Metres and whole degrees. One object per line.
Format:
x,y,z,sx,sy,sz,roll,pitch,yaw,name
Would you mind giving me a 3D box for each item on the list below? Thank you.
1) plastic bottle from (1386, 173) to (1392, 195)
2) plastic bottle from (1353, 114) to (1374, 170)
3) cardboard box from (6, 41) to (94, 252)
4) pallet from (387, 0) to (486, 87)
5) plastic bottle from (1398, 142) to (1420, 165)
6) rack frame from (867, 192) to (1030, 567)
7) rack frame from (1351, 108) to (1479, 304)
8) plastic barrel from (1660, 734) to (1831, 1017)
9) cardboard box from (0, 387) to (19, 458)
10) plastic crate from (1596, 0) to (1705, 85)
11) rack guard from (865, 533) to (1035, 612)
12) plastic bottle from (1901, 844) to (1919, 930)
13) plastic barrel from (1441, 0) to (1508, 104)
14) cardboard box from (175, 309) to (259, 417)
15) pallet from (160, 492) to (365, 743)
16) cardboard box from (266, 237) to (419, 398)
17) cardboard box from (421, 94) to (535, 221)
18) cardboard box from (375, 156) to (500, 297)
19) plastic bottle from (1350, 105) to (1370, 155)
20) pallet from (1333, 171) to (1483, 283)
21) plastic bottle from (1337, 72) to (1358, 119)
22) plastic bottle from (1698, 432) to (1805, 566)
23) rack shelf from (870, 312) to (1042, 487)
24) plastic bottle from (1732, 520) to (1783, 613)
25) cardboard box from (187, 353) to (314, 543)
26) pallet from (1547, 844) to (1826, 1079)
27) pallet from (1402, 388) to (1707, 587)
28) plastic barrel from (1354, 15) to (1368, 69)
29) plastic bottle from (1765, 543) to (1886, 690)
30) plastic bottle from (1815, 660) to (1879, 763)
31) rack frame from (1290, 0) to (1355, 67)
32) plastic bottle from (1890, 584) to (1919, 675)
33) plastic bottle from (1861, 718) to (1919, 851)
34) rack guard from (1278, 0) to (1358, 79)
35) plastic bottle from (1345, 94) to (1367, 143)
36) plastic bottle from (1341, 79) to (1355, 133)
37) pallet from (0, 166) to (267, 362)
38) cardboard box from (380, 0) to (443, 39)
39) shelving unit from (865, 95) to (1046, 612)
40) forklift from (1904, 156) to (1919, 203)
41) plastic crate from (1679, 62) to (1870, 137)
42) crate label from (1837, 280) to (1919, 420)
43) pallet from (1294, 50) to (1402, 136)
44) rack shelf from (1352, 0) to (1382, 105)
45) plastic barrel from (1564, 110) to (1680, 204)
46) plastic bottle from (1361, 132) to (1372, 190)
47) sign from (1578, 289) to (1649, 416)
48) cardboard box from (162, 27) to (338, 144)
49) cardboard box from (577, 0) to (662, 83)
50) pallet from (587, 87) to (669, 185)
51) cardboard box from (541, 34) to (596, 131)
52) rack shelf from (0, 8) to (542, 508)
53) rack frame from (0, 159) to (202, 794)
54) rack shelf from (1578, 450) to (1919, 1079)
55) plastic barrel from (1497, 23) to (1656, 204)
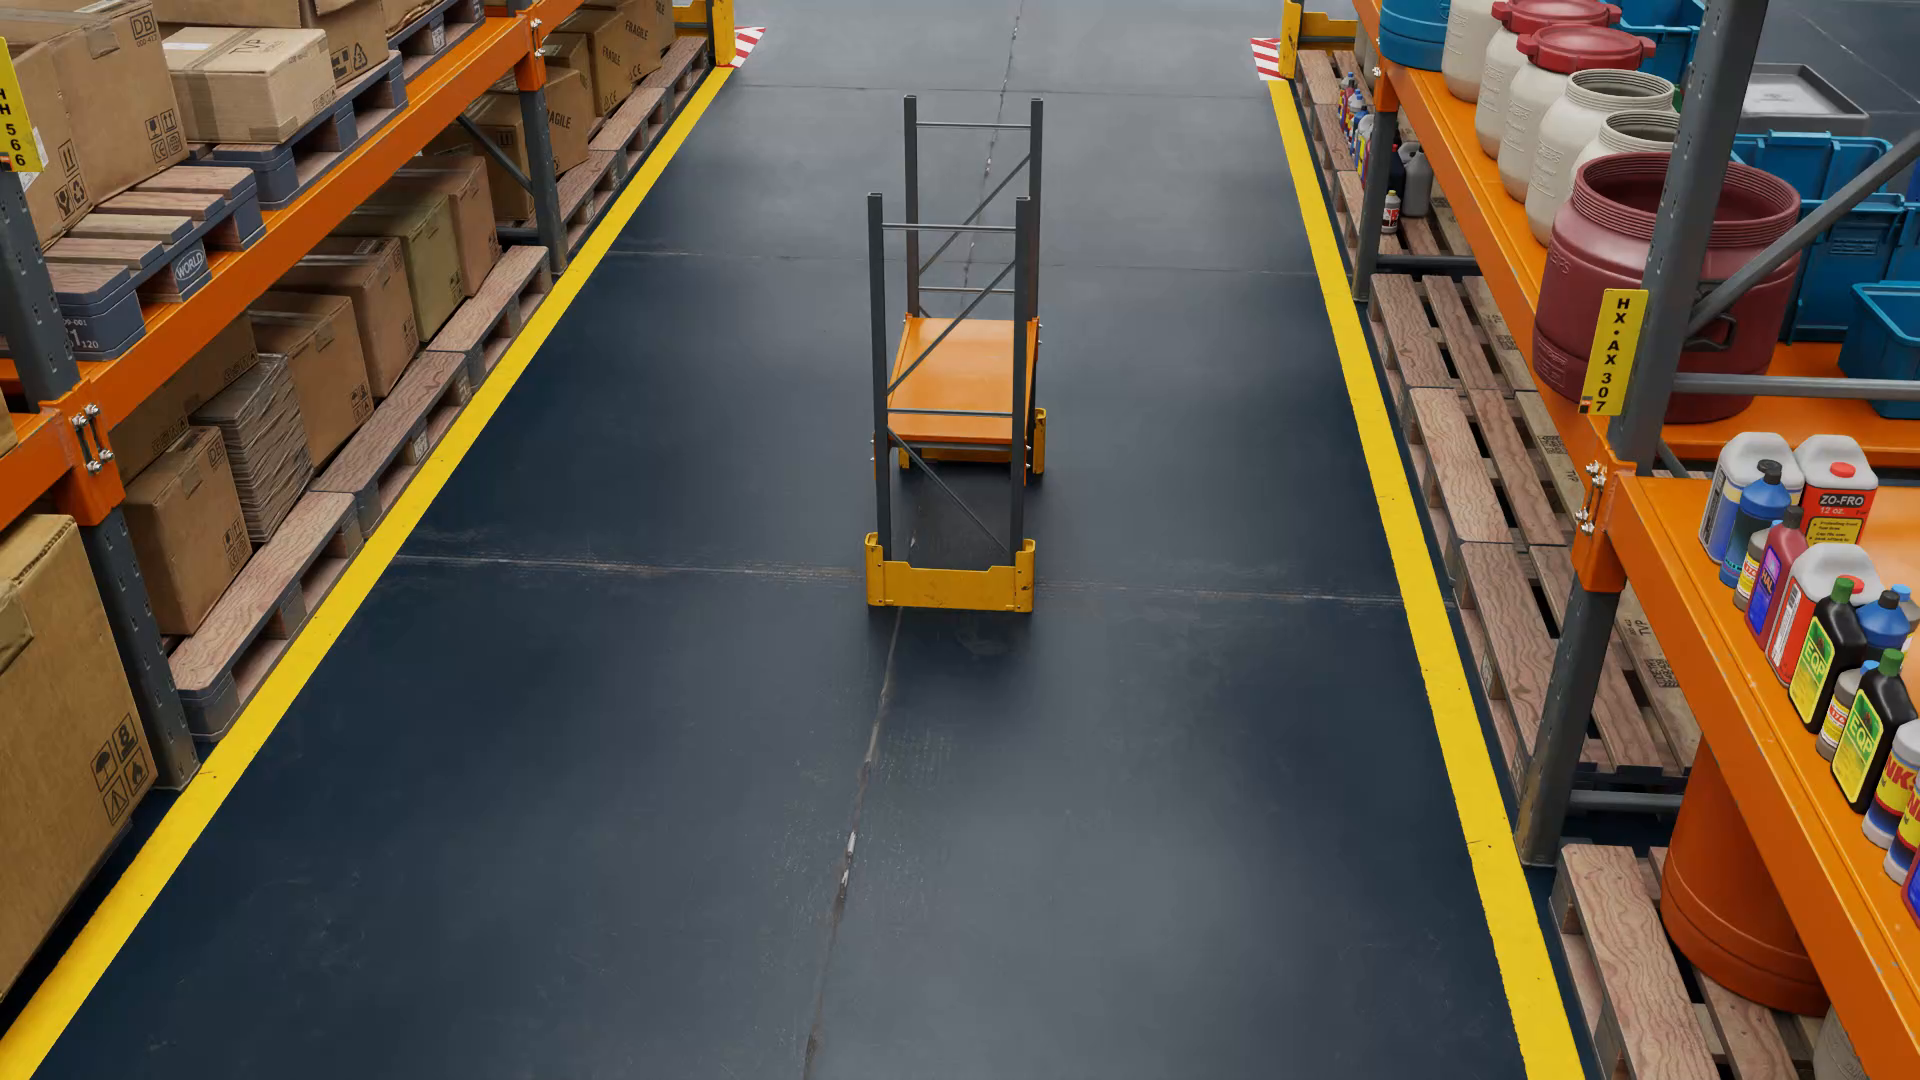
2.138,-1.743,8.388,0.061,0.283,0.133,4,32,6,plastic bottle
2.252,-2.177,9.100,0.152,0.276,0.135,3,32,5,plastic bottle
-2.831,-1.071,4.634,0.500,0.500,0.500,-1,32,-2,cardboard box
-2.716,-2.182,7.115,1.003,0.211,1.213,2,32,4,pallet
2.358,-1.930,8.699,0.152,0.276,0.135,2,32,4,plastic bottle
-0.034,-0.417,5.498,0.500,1.500,0.032,2,32,4,rack frame
2.427,-2.446,7.360,1.000,3.000,0.127,2,32,4,rack frame
2.079,0.647,4.009,0.600,0.830,0.708,2,32,4,plastic barrel
-2.628,-0.340,3.847,0.500,0.500,0.500,3,32,5,cardboard box
2.648,-1.849,6.407,0.392,0.384,0.575,2,32,4,plastic crate
-0.034,0.114,5.827,0.587,0.250,0.087,2,32,4,rack guard
1.605,0.510,2.675,0.061,0.283,0.133,2,32,4,plastic bottle
2.131,-2.013,6.528,0.433,0.535,0.433,0,32,0,plastic barrel
-2.777,-0.638,5.674,0.500,0.250,0.500,6,32,10,cardboard box
-2.770,0.213,5.704,1.003,0.211,1.213,2,32,4,pallet
-2.683,-0.919,6.846,0.700,0.500,0.500,0,32,0,cardboard box
-2.437,-1.980,8.586,0.500,0.500,0.500,2,32,2,cardboard box
-2.581,-1.461,7.724,0.700,0.500,0.500,0,32,0,cardboard box
2.242,-2.291,9.290,0.097,0.271,0.097,0,32,0,plastic bottle
2.524,-1.608,8.659,1.003,0.211,1.213,2,32,4,pallet
2.295,-2.629,9.838,0.097,0.271,0.097,0,32,0,plastic bottle
1.744,-0.089,3.654,0.152,0.276,0.135,2,32,4,plastic bottle
0.007,-0.530,6.023,0.538,0.185,1.000,2,32,4,rack shelf
1.700,0.053,3.494,0.097,0.201,0.097,0,32,0,plastic bottle
-2.768,-0.331,5.891,0.700,0.500,0.500,0,32,0,cardboard box
2.079,1.247,4.026,1.003,0.211,1.213,2,32,4,pallet
2.305,-0.207,6.385,1.003,0.211,1.213,2,32,4,pallet
2.776,-3.310,10.733,0.421,0.512,0.421,0,32,0,plastic barrel
1.707,0.153,3.261,0.152,0.276,0.135,2,32,4,plastic bottle
1.659,0.314,3.071,0.097,0.201,0.097,0,32,0,plastic bottle
2.753,-4.538,10.754,1.000,3.000,0.127,2,32,4,rack frame
1.832,0.180,3.288,0.097,0.201,0.097,0,32,0,plastic bottle
1.640,0.405,2.857,0.097,0.271,0.097,0,32,0,plastic bottle
2.794,-3.432,11.342,1.175,0.500,0.348,2,32,4,rack guard
2.259,-2.397,9.462,0.097,0.271,0.097,0,32,0,plastic bottle
2.258,-2.516,9.644,0.061,0.283,0.133,3,32,5,plastic bottle
-2.883,-0.861,4.972,1.213,0.211,1.003,2,32,4,pallet
-2.713,-2.682,6.771,1.000,1.000,1.000,3,32,4,cardboard box
0.006,-0.678,5.921,0.587,1.500,1.083,2,32,4,shelving unit
4.962,-1.695,6.206,1.130,2.935,3.031,1,32,2,forklift
2.538,-1.214,5.299,0.402,0.464,0.583,2,32,4,plastic crate
2.510,-0.487,4.341,0.303,0.233,0.416,2,32,4,crate label
2.722,-2.884,10.729,1.003,0.211,1.213,2,32,4,pallet
2.590,-3.186,9.246,1.077,0.370,4.000,2,32,4,rack shelf
1.973,-0.949,4.824,0.421,0.512,0.421,0,32,0,plastic barrel
2.180,-2.013,8.828,0.061,0.283,0.133,5,32,7,plastic bottle
1.553,-0.444,3.955,0.100,0.325,0.005,2,32,4,sign
-2.469,-1.547,5.645,0.500,0.250,0.500,2,32,3,cardboard box
-2.266,-3.224,10.605,0.500,0.500,0.500,11,33,17,cardboard box
-2.393,-2.463,10.045,1.003,0.211,1.213,2,32,4,pallet
-2.425,-2.607,9.604,0.500,0.500,0.500,0,32,0,cardboard box
-2.672,-1.306,6.195,1.077,0.370,4.000,2,32,4,rack shelf
-2.835,-0.566,4.309,1.000,3.000,0.127,2,32,4,rack frame
1.939,0.998,2.458,1.077,0.370,4.000,2,32,4,rack shelf
2.036,-1.403,5.538,0.433,0.535,0.433,0,32,0,plastic barrel
